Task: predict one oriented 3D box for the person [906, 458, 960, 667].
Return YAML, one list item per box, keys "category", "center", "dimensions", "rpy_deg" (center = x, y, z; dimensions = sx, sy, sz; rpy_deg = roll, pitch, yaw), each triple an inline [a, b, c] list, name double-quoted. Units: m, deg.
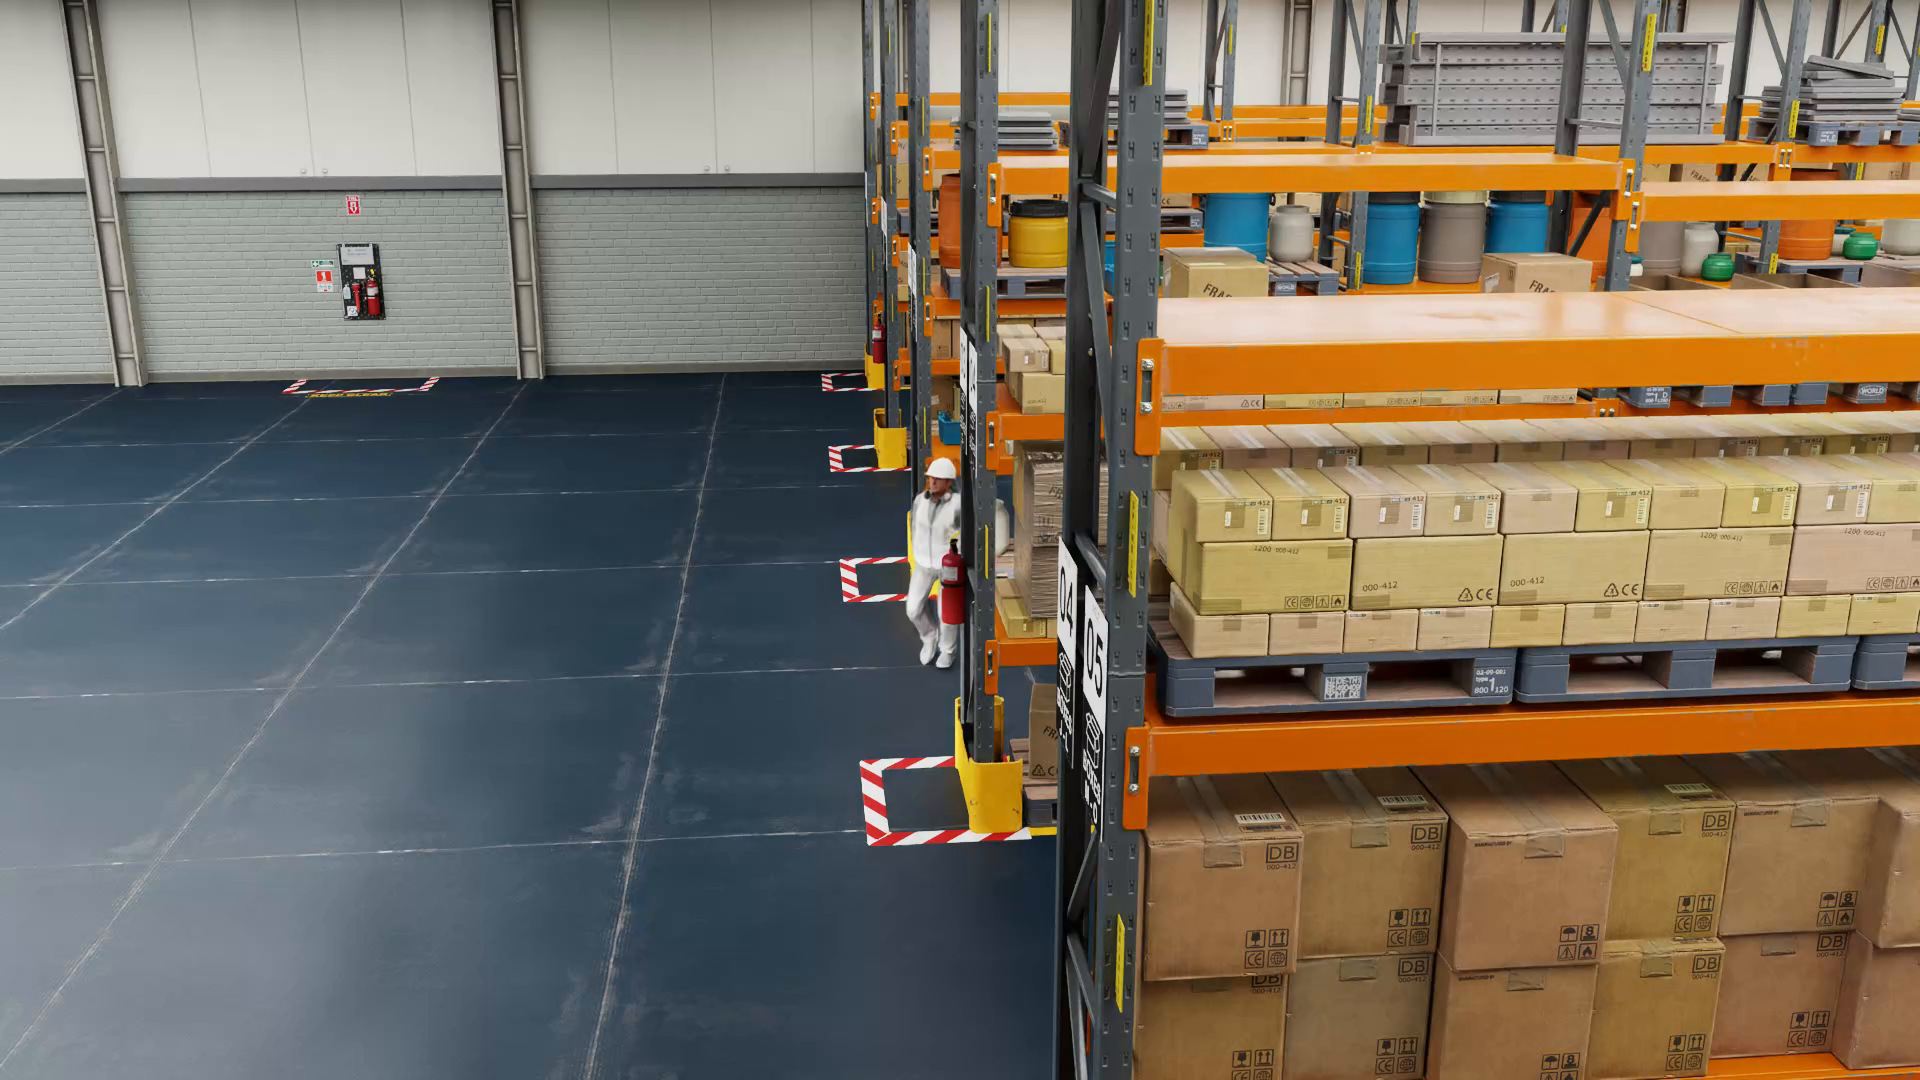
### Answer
- category: "person"
  center: [-0.182, 0.207, 13.642]
  dimensions: [0.546, 1.790, 0.438]
  rpy_deg: [7, 18, 22]
